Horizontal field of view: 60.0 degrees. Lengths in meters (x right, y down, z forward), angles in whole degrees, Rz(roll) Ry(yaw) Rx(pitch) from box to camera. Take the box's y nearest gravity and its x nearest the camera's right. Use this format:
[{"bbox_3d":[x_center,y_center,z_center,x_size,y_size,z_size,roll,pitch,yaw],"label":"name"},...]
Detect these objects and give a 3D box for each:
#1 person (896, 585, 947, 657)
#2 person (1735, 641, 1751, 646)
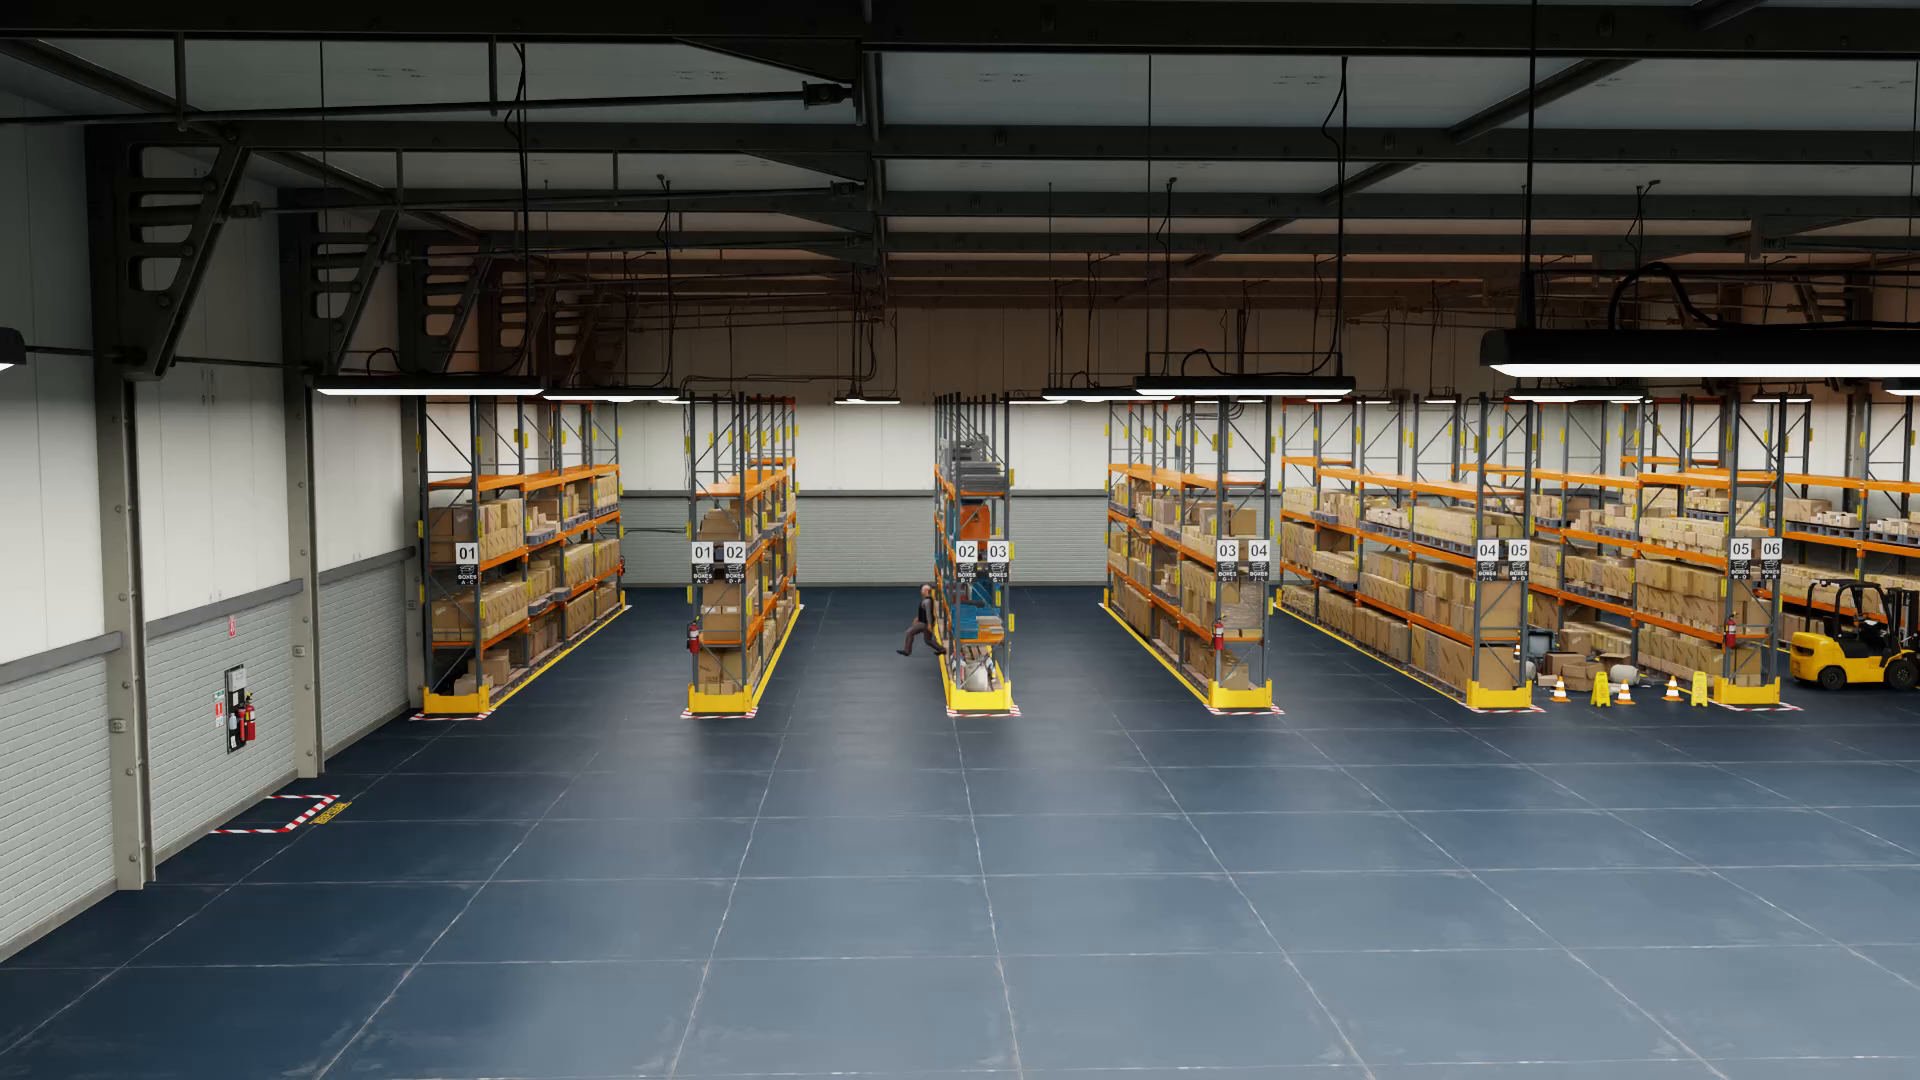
[{"bbox_3d":[-0.819,1.768,36.461,1.069,1.565,0.569,1,5,14],"label":"person"},{"bbox_3d":[17.124,2.022,36.392,0.533,1.583,0.688,-1,5,-13],"label":"person"}]
